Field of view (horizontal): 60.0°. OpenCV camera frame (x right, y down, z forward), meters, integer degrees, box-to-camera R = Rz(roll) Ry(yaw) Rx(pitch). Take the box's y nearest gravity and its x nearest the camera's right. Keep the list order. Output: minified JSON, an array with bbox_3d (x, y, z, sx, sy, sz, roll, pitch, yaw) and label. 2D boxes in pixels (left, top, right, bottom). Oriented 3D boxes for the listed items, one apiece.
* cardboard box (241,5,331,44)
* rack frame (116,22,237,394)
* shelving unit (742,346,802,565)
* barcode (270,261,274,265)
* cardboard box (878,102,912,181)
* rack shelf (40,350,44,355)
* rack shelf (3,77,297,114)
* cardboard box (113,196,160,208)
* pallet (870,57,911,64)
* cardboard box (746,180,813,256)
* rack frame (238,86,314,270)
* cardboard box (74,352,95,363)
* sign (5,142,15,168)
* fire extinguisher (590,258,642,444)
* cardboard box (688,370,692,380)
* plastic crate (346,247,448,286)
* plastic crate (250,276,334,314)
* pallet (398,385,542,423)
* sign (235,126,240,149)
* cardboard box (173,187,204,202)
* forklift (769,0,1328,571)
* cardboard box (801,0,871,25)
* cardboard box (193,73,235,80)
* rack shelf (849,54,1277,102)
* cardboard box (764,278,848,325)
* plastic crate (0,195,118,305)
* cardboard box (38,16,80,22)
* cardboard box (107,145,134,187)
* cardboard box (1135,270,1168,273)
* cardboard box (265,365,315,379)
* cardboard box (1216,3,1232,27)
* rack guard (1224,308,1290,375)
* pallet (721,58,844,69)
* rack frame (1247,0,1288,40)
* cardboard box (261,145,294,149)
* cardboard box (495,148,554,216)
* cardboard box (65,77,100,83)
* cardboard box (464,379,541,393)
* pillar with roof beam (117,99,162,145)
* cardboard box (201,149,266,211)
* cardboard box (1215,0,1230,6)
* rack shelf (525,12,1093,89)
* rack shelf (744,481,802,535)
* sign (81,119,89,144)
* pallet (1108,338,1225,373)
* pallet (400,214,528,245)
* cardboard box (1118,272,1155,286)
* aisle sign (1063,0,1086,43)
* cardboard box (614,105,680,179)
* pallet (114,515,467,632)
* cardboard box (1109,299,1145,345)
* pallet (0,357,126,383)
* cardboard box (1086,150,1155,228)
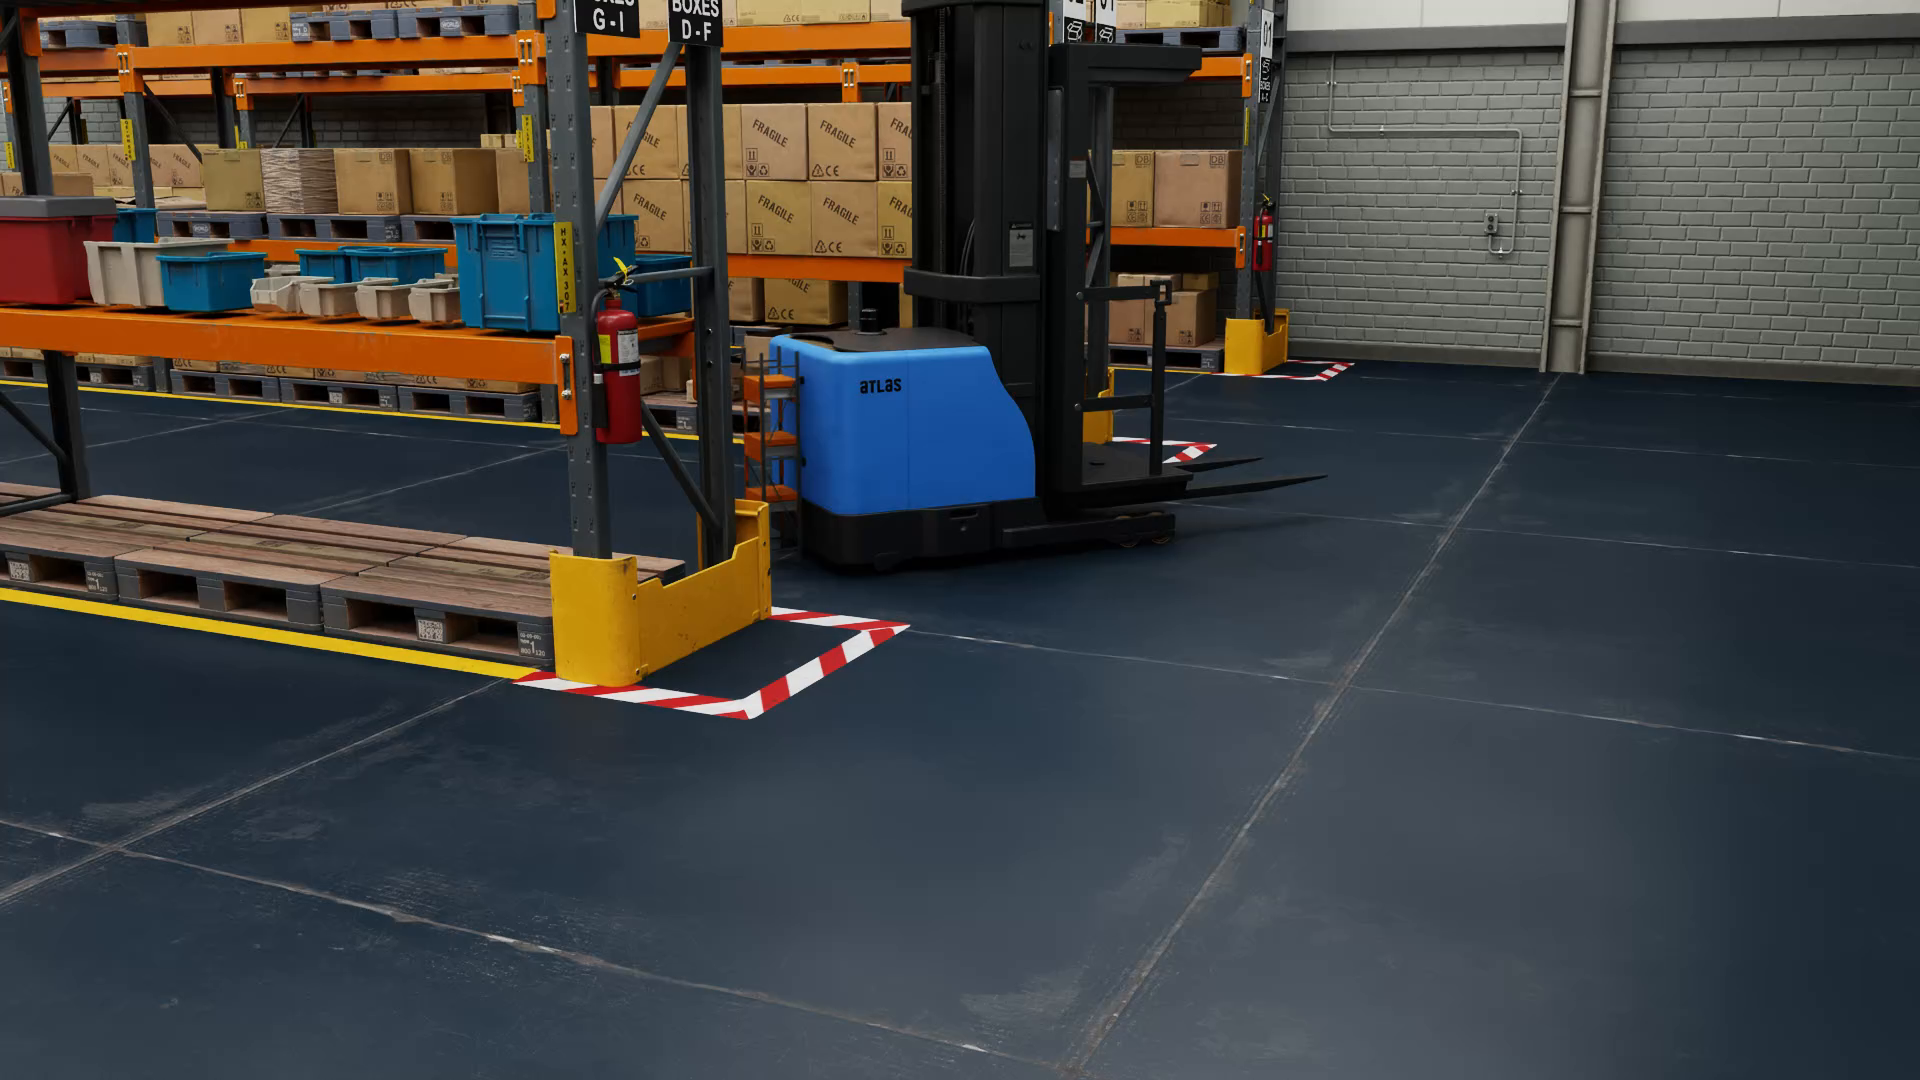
[{"bbox_3d":[-5.182,-4.184,13.235,0.500,0.500,0.910,6,14,23],"label":"cardboard box"},{"bbox_3d":[-6.536,-2.804,14.137,0.127,3.000,1.000,6,14,23],"label":"rack frame"},{"bbox_3d":[-0.931,-0.419,8.239,0.215,1.050,0.252,-6,15,-26],"label":"shelving unit"},{"bbox_3d":[-8.587,-3.462,20.751,0.075,0.075,0.001,6,14,23],"label":"barcode"},{"bbox_3d":[-0.202,-2.629,10.986,0.500,0.500,0.500,6,15,25],"label":"cardboard box"},{"bbox_3d":[-6.717,-1.234,9.023,4.000,0.370,1.077,6,14,23],"label":"rack shelf"},{"bbox_3d":[-10.019,-5.504,20.654,4.000,0.370,1.077,6,14,23],"label":"rack shelf"},{"bbox_3d":[-7.275,-2.884,14.673,0.500,0.311,0.500,6,14,23],"label":"cardboard box"},{"bbox_3d":[-0.132,-4.808,16.307,1.213,0.211,1.003,6,14,23],"label":"pallet"},{"bbox_3d":[-1.132,-2.238,11.508,0.500,0.500,0.500,6,14,22],"label":"cardboard box"},{"bbox_3d":[-8.190,-4.209,20.126,0.127,3.000,1.000,6,14,23],"label":"rack frame"},{"bbox_3d":[-7.588,-1.714,14.594,0.500,0.250,0.500,6,14,23],"label":"cardboard box"},{"bbox_3d":[-12.067,-4.887,21.121,0.005,0.325,0.100,6,14,23],"label":"sign"},{"bbox_3d":[-1.277,-0.701,6.163,0.183,0.674,0.296,6,14,23],"label":"fire extinguisher"},{"bbox_3d":[-1.876,-1.244,12.769,0.250,0.149,0.380,6,14,23],"label":"cardboard box"},{"bbox_3d":[-2.528,-1.190,7.497,0.300,0.233,0.416,6,14,23],"label":"plastic crate"},{"bbox_3d":[-2.852,-1.042,7.074,0.250,0.136,0.298,6,14,23],"label":"plastic crate"},{"bbox_3d":[-3.638,-1.143,13.166,1.213,0.211,1.003,6,14,23],"label":"pallet"},{"bbox_3d":[-6.325,-3.443,14.501,0.005,0.325,0.100,6,14,23],"label":"sign"},{"bbox_3d":[-9.198,-4.174,20.261,0.500,0.250,0.500,6,14,23],"label":"cardboard box"},{"bbox_3d":[0.559,-1.489,8.685,3.031,2.935,1.130,-6,15,-25],"label":"forklift"},{"bbox_3d":[-0.713,-3.535,11.018,0.500,0.250,0.500,6,14,23],"label":"cardboard box"},{"bbox_3d":[-8.754,-5.723,19.749,0.500,0.500,0.500,6,15,25],"label":"cardboard box"},{"bbox_3d":[0.953,-4.394,15.922,4.000,0.370,1.077,6,14,23],"label":"rack shelf"},{"bbox_3d":[-1.523,-2.660,17.309,0.750,0.750,0.750,6,14,24],"label":"cardboard box"},{"bbox_3d":[-4.174,-1.325,7.563,0.583,0.464,0.402,6,14,23],"label":"plastic crate"},{"bbox_3d":[-7.460,-4.470,14.083,0.500,0.250,0.500,6,15,25],"label":"cardboard box"},{"bbox_3d":[-10.138,-4.632,20.570,0.500,0.500,0.500,6,15,25],"label":"cardboard box"},{"bbox_3d":[1.833,-2.523,16.072,0.250,0.149,0.380,6,14,23],"label":"cardboard box"},{"bbox_3d":[-5.298,-1.604,13.535,0.500,0.500,0.500,6,14,22],"label":"cardboard box"},{"bbox_3d":[2.213,-4.858,15.515,0.500,0.250,0.500,7,15,26],"label":"cardboard box"},{"bbox_3d":[2.803,-1.879,15.670,0.348,0.500,1.175,6,14,23],"label":"rack guard"},{"bbox_3d":[-1.734,-4.910,16.968,1.217,0.209,0.805,5,14,21],"label":"pallet"},{"bbox_3d":[2.781,-6.019,14.708,0.127,3.000,1.000,6,14,23],"label":"rack frame"},{"bbox_3d":[-8.535,-4.598,20.426,0.500,0.500,0.500,5,14,22],"label":"cardboard box"},{"bbox_3d":[-3.221,-2.777,12.887,0.500,0.500,0.700,1,13,4],"label":"cardboard box"},{"bbox_3d":[-10.690,-5.910,20.547,0.500,0.500,0.500,7,15,26],"label":"cardboard box"},{"bbox_3d":[-3.446,-1.417,12.735,0.500,0.500,0.500,6,14,23],"label":"cardboard box"},{"bbox_3d":[-12.601,-6.716,17.680,0.400,9.000,9.100,6,14,23],"label":"pillar with roof beam"},{"bbox_3d":[-5.915,-3.022,13.930,0.500,0.500,0.700,1,13,4],"label":"cardboard box"},{"bbox_3d":[2.212,-5.222,15.426,0.500,0.500,0.500,5,14,21],"label":"cardboard box"},{"bbox_3d":[-1.050,-3.359,11.511,4.000,0.370,1.077,6,14,23],"label":"rack shelf"},{"bbox_3d":[-0.933,-0.138,8.304,0.215,0.259,0.240,-6,15,-26],"label":"rack shelf"},{"bbox_3d":[-11.604,-5.411,22.021,0.005,0.325,0.100,6,14,23],"label":"sign"},{"bbox_3d":[2.019,-1.799,15.958,1.213,0.211,1.003,6,14,23],"label":"pallet"},{"bbox_3d":[-3.565,-2.437,12.994,1.213,0.211,1.003,6,14,23],"label":"pallet"},{"bbox_3d":[1.676,-2.443,15.733,0.250,0.149,0.380,6,15,25],"label":"cardboard box"},{"bbox_3d":[0.717,-3.259,10.386,0.004,0.787,0.394,6,14,23],"label":"aisle sign"},{"bbox_3d":[-2.090,-2.819,11.795,0.500,0.500,0.500,5,14,21],"label":"cardboard box"},{"bbox_3d":[-3.081,0.131,7.736,1.213,0.211,1.003,6,14,23],"label":"pallet"},{"bbox_3d":[1.643,-2.176,16.016,0.500,0.500,0.700,6,14,23],"label":"cardboard box"},{"bbox_3d":[-8.384,-1.644,15.298,1.213,0.211,1.003,6,14,23],"label":"pallet"},{"bbox_3d":[1.641,-3.355,15.829,0.700,0.700,0.980,6,14,23],"label":"cardboard box"}]
